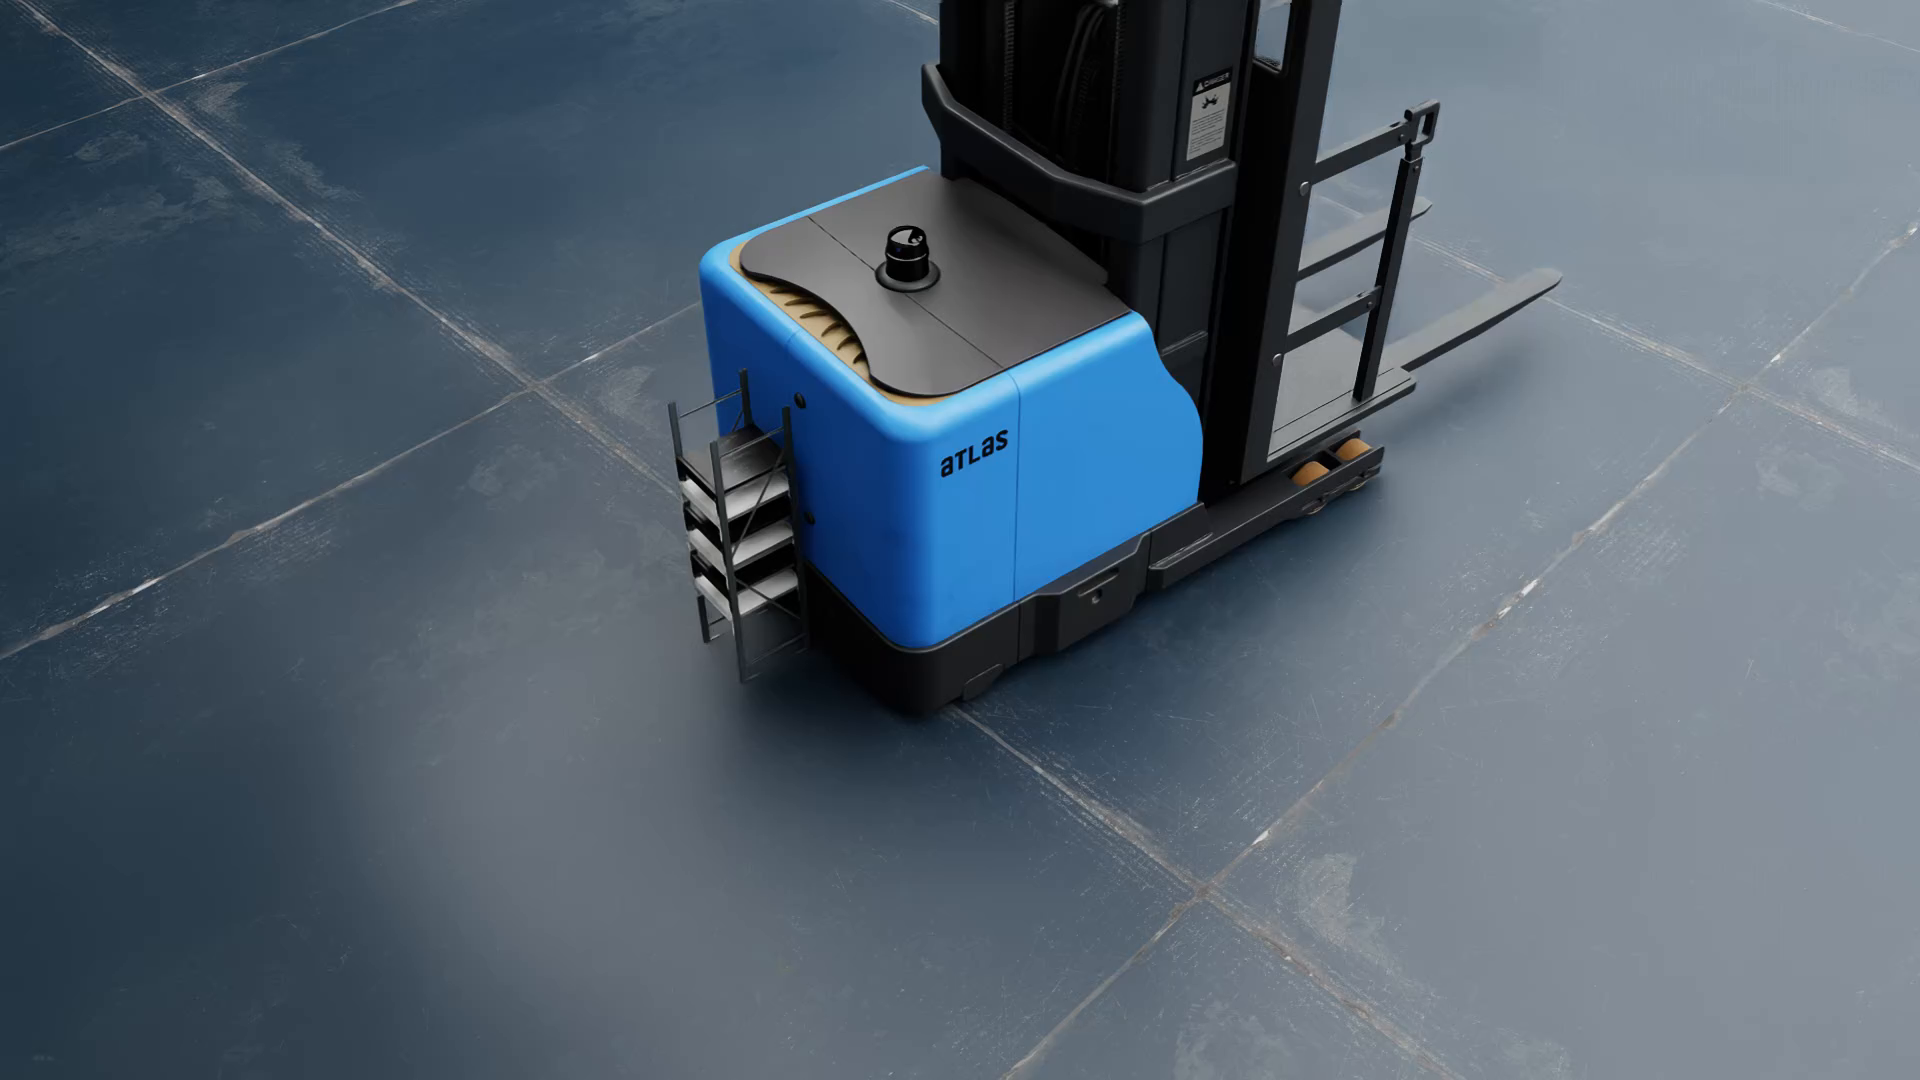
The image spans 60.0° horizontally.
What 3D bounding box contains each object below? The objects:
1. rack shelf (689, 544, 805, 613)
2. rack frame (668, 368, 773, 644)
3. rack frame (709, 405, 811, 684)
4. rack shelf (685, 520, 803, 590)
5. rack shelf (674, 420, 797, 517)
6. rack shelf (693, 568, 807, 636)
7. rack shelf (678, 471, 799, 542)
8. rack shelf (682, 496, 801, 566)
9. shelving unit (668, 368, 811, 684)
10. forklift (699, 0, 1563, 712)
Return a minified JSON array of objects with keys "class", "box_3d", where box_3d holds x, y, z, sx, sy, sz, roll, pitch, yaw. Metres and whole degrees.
[{"class":"rack shelf","box_3d":[-0.599,0.070,4.692,0.258,0.077,0.200,-28,50,-27]},{"class":"rack frame","box_3d":[-0.662,-0.074,4.667,0.240,0.900,0.006,-28,50,-27]},{"class":"rack frame","box_3d":[-0.536,0.034,4.550,0.240,0.900,0.006,-28,50,-27]},{"class":"rack shelf","box_3d":[-0.599,0.004,4.631,0.258,0.077,0.200,-28,50,-27]},{"class":"rack shelf","box_3d":[-0.599,-0.194,4.448,0.258,0.077,0.200,-28,50,-27]},{"class":"rack shelf","box_3d":[-0.599,0.136,4.754,0.258,0.077,0.200,-28,50,-27]},{"class":"rack shelf","box_3d":[-0.599,-0.128,4.509,0.258,0.077,0.200,-28,50,-27]},{"class":"rack shelf","box_3d":[-0.599,-0.062,4.570,0.258,0.077,0.200,-28,50,-27]},{"class":"shelving unit","box_3d":[-0.599,-0.020,4.609,0.258,0.900,0.210,-28,50,-27]},{"class":"forklift","box_3d":[0.752,-1.420,4.627,3.031,2.935,1.130,-27,49,-26]}]
